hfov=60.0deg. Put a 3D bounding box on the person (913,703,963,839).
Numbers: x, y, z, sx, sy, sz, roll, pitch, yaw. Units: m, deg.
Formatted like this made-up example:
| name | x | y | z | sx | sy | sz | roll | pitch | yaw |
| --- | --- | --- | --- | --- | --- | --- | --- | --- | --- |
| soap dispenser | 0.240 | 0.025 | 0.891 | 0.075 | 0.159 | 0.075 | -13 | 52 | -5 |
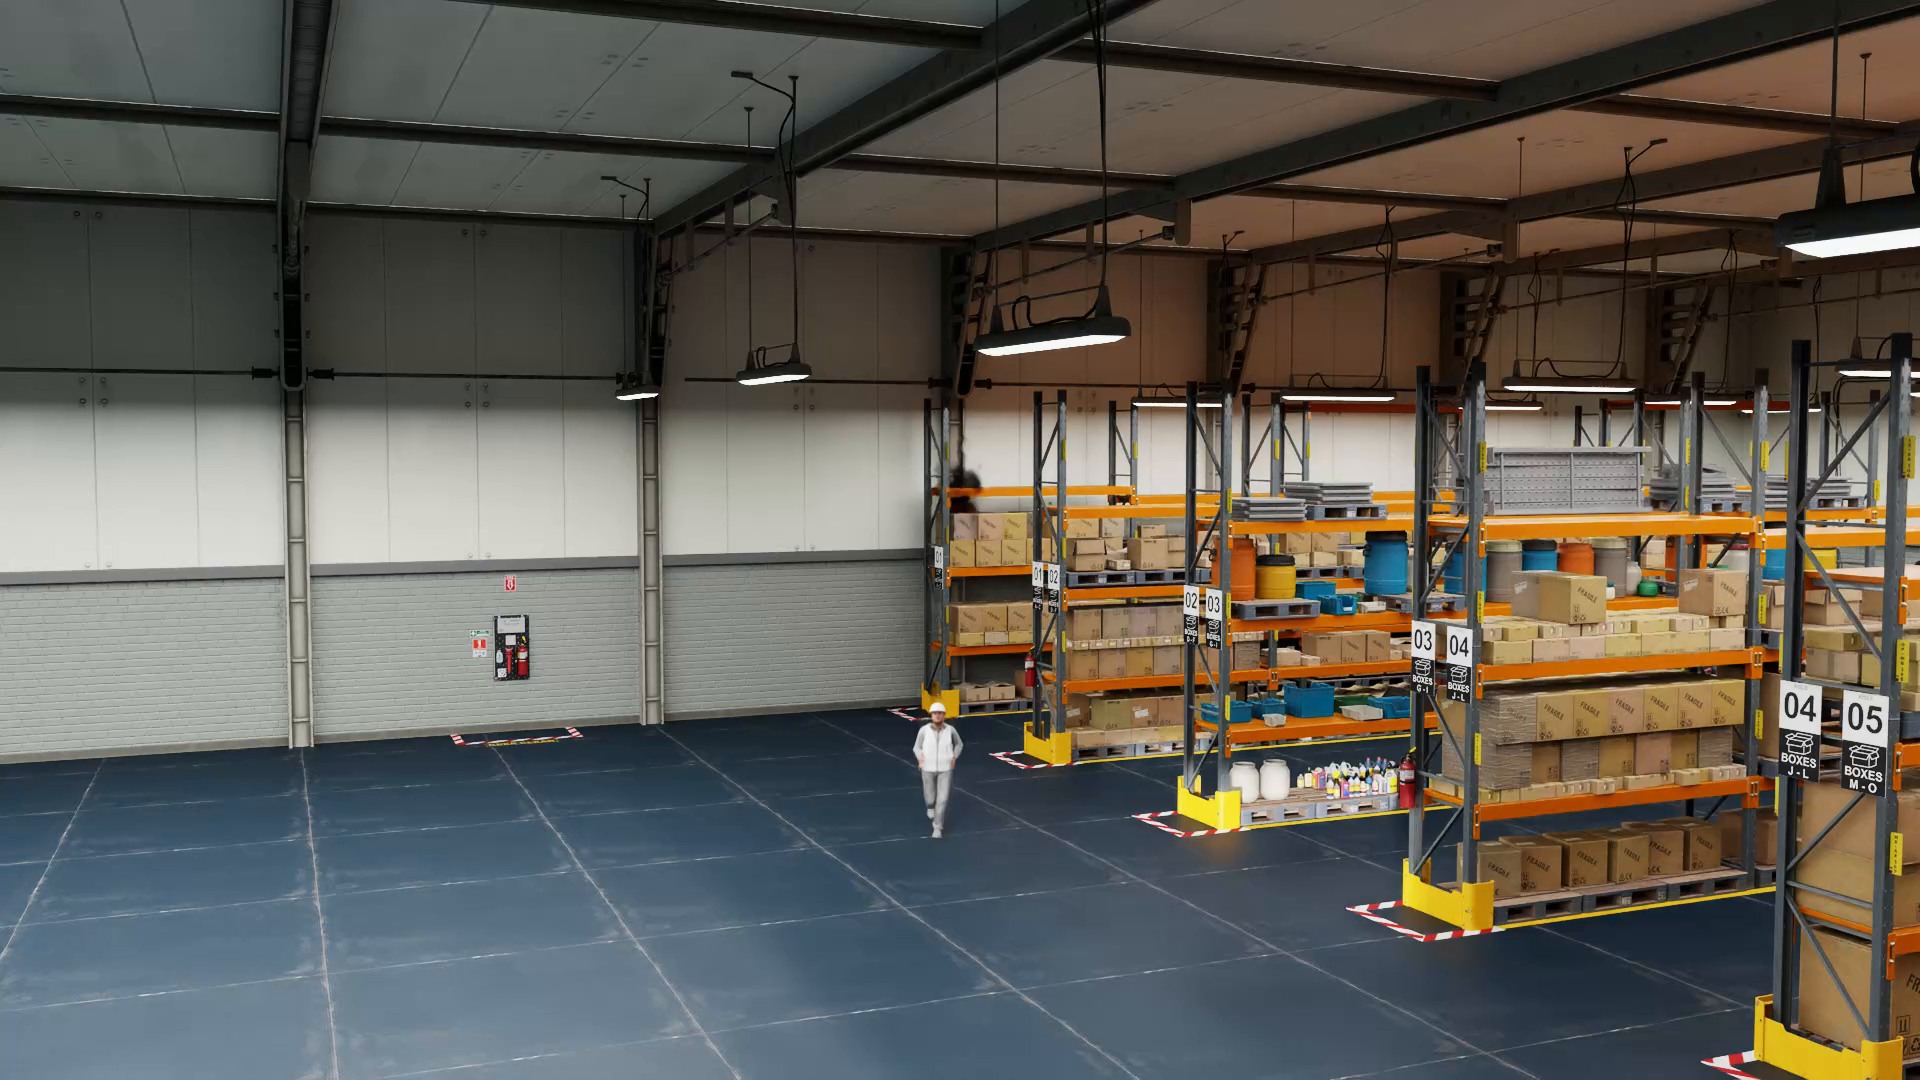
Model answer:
| name | x | y | z | sx | sy | sz | roll | pitch | yaw |
| --- | --- | --- | --- | --- | --- | --- | --- | --- | --- |
| person | -0.286 | 3.008 | 21.915 | 0.659 | 1.741 | 0.765 | 0 | 3 | 0 |
